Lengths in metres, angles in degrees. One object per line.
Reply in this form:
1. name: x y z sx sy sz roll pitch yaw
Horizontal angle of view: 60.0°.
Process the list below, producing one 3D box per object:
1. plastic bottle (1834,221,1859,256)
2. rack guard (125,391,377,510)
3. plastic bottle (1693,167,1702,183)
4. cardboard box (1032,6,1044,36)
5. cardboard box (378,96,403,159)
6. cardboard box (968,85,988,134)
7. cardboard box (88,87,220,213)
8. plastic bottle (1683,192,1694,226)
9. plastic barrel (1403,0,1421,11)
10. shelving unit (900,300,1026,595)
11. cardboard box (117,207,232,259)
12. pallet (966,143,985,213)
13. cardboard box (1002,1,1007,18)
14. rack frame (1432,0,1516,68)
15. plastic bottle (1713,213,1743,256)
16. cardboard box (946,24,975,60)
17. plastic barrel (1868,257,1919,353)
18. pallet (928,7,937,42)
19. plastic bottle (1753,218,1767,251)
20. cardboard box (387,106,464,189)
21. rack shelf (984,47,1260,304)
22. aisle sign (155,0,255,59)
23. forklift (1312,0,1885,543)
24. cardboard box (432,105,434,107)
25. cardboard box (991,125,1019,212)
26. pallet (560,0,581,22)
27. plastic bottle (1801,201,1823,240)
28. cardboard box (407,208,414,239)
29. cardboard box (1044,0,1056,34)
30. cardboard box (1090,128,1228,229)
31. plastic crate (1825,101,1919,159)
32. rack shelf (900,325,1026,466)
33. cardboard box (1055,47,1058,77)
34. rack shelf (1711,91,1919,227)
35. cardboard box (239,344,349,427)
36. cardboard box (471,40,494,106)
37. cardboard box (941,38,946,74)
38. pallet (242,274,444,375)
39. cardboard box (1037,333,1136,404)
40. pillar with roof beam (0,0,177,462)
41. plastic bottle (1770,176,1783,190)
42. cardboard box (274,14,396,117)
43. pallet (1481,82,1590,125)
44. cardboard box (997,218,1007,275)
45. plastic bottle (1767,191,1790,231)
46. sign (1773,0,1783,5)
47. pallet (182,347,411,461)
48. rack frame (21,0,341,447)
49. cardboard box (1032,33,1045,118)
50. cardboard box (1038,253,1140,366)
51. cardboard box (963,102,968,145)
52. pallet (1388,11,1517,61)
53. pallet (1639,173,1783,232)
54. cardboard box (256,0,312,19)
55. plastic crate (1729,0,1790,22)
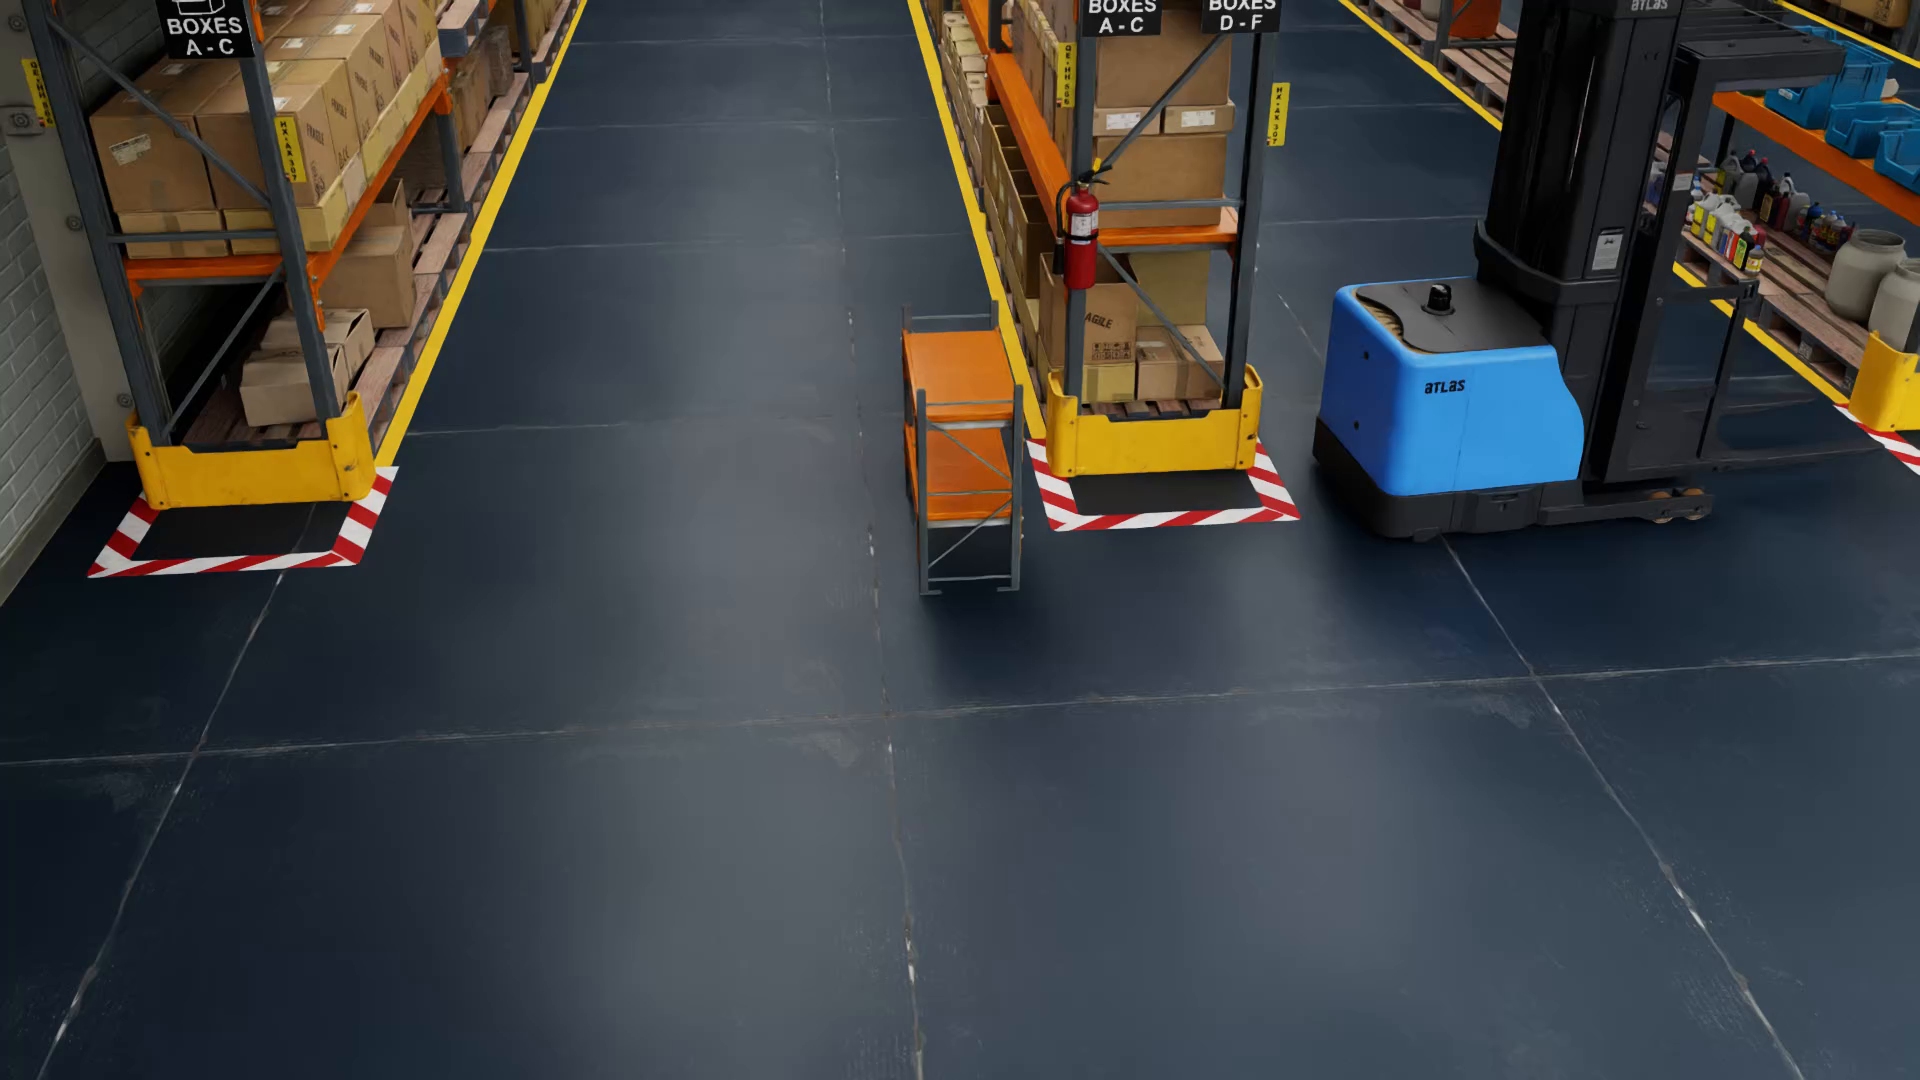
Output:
1. plastic bottle: 6.154 -2.081 11.528 0.061 0.283 0.133 -2 31 -4
2. rack guard: -3.855 -0.492 9.086 1.175 0.500 0.348 -3 31 -5
3. plastic bottle: 5.448 -2.670 12.449 0.144 0.351 0.185 -3 31 -5
4. cardboard box: 0.667 -3.325 10.661 0.380 0.149 0.250 -4 31 -6
5. cardboard box: -3.727 -2.518 10.167 0.500 0.250 0.500 -2 31 -4
6. cardboard box: 0.332 -3.507 13.421 0.500 0.311 0.500 -2 31 -3
7. cardboard box: -4.103 -2.023 8.607 0.500 0.500 0.500 -3 31 -5
8. plastic bottle: 5.296 -2.451 12.148 0.061 0.283 0.133 -1 31 -2
9. plastic barrel: 5.100 -6.056 17.906 0.600 0.588 0.708 -3 31 -5
10. shelving unit: -0.001 -0.486 8.467 0.538 1.125 1.048 -3 31 -5
11. cardboard box: -4.084 -1.700 8.797 0.500 0.250 0.500 -2 31 -4
12. pallet: 0.603 -2.985 13.541 1.003 0.211 1.213 -3 31 -5
13. cardboard box: 0.445 -4.190 12.971 0.396 0.266 0.258 -3 31 -6
14. rack frame: 5.269 -6.085 16.013 1.000 3.000 0.127 -3 31 -5
15. plastic bottle: 5.399 -2.138 11.631 0.152 0.276 0.135 -4 31 -6
16. cardboard box: 0.151 -4.541 15.153 0.500 0.311 0.500 -3 31 -6
17. plastic barrel: 5.878 -1.445 10.261 0.421 0.512 0.421 0 31 0
18. pallet: 0.194 -5.657 18.015 1.003 0.211 1.213 -3 31 -5
19. plastic bottle: 5.518 -2.076 11.520 0.061 0.283 0.133 -3 31 -5
20. cardboard box: -4.307 -3.059 12.955 0.700 0.500 0.500 -2 31 -3
21. rack shelf: 0.897 -2.478 10.675 1.077 0.370 4.000 -3 31 -5
22. aisle sign: -3.542 -2.620 7.676 0.394 0.787 0.004 -3 31 -5
23. forklift: 3.566 -1.608 8.585 3.031 2.935 1.130 -6 31 -9
24. cardboard box: -4.351 -3.606 13.139 0.500 0.250 0.500 -3 31 -6
25. cardboard box: 0.496 -2.623 11.757 0.500 0.500 0.500 -3 31 -5
26. pallet: -4.822 -6.065 18.699 1.003 0.211 1.213 -3 31 -5
27. plastic bottle: 6.097 -2.289 11.888 0.097 0.271 0.097 0 31 0
28. cardboard box: -4.142 -2.269 11.958 0.380 0.166 0.250 -7 32 -11
29. cardboard box: 0.899 -3.413 10.176 0.700 0.500 0.500 -3 31 -5
30. cardboard box: 1.053 -2.047 9.155 0.700 0.500 0.500 -3 31 -5
31. plastic crate: 5.616 -2.510 10.172 0.499 0.251 0.408 -3 31 -5
32. rack shelf: -0.001 -0.738 8.317 0.538 0.278 1.000 -3 31 -5
33. cardboard box: 0.762 -2.800 9.782 0.380 0.149 0.250 -2 31 -3
34. rack shelf: 5.829 -2.713 11.069 1.077 0.370 4.000 -3 31 -5
35. cardboard box: -3.823 -0.918 9.555 0.500 0.311 0.500 -6 31 -10
36. cardboard box: -4.544 -4.093 14.685 0.700 0.500 0.500 -3 31 -5
37. cardboard box: 0.093 -4.568 15.745 0.500 0.250 0.500 -3 31 -5
38. pallet: -4.006 -1.406 10.898 1.003 0.211 1.213 -3 31 -5
39. cardboard box: 0.740 -1.025 9.813 0.500 0.250 0.500 -3 31 -5
40. pillar with roof beam: -0.488 -4.624 7.716 9.100 9.000 0.400 -3 31 -5
41. plastic bottle: 6.064 -2.572 12.350 0.061 0.283 0.133 -1 31 -1
42. cardboard box: -3.731 -2.830 9.959 0.500 0.500 0.500 -2 31 -3
43. pallet: 5.413 -3.869 15.022 1.003 0.211 1.213 -3 31 -5
44. cardboard box: 0.535 -2.045 11.521 0.500 0.250 0.500 -3 31 -5
45. plastic bottle: 5.943 -2.399 12.062 0.061 0.283 0.133 -3 31 -5
46. sign: 6.191 -4.183 12.557 0.100 0.325 0.005 -3 31 -5
47. pallet: -3.896 -0.784 9.857 1.003 0.211 1.213 -3 31 -5
48. rack frame: -3.848 -1.526 8.380 1.000 3.000 0.127 -3 31 -5
49. cardboard box: 0.857 -3.099 10.916 0.700 0.500 0.500 -2 31 -4
50. cardboard box: 0.738 -1.347 9.620 0.500 0.500 0.500 -3 31 -5
51. cardboard box: 0.289 -3.525 13.998 0.500 0.250 0.500 -2 31 -3
52. pallet: 5.153 -5.289 17.398 1.003 0.211 1.213 -3 31 -5
53. pallet: 5.664 -2.501 12.731 1.003 0.211 1.213 -3 31 -5
54. cardboard box: -4.300 -3.066 10.353 0.500 0.500 0.500 -2 31 -3
55. plastic crate: 5.565 -3.743 12.152 0.767 0.338 0.504 -3 31 -5
